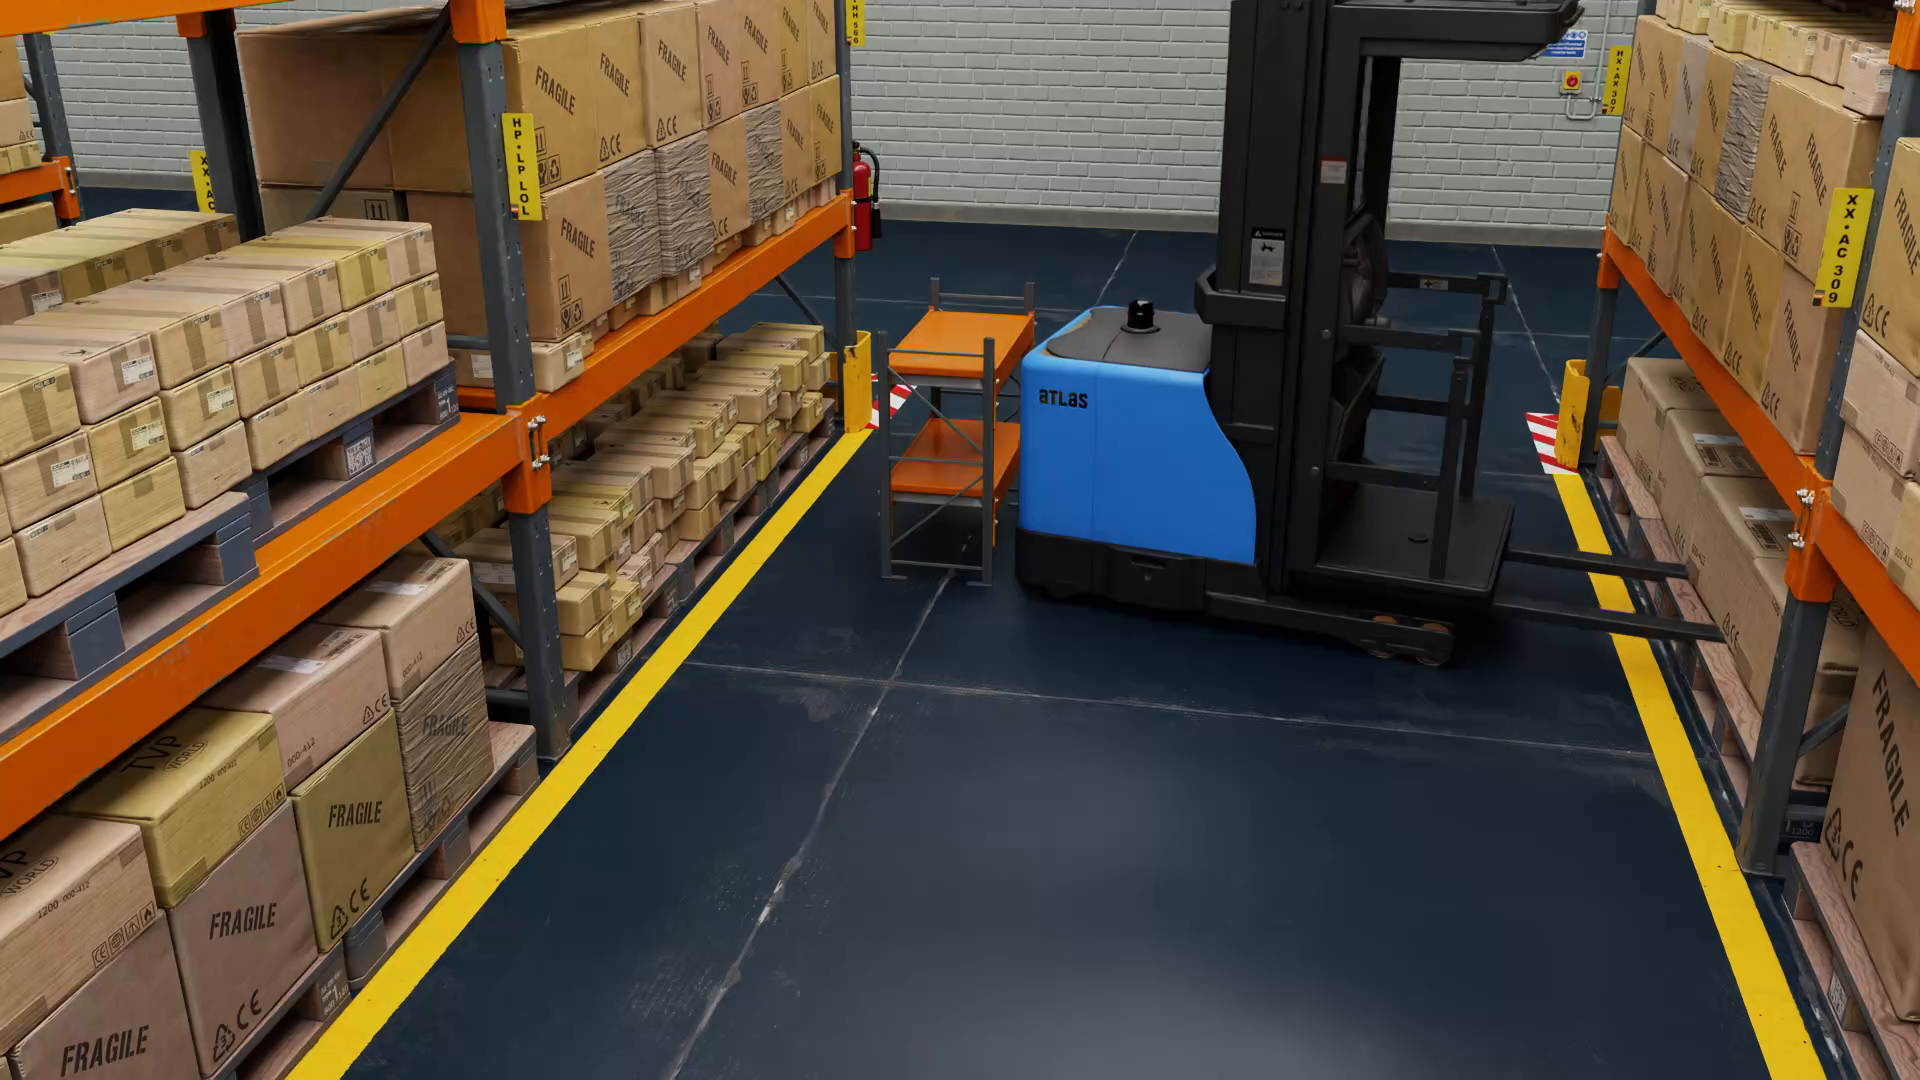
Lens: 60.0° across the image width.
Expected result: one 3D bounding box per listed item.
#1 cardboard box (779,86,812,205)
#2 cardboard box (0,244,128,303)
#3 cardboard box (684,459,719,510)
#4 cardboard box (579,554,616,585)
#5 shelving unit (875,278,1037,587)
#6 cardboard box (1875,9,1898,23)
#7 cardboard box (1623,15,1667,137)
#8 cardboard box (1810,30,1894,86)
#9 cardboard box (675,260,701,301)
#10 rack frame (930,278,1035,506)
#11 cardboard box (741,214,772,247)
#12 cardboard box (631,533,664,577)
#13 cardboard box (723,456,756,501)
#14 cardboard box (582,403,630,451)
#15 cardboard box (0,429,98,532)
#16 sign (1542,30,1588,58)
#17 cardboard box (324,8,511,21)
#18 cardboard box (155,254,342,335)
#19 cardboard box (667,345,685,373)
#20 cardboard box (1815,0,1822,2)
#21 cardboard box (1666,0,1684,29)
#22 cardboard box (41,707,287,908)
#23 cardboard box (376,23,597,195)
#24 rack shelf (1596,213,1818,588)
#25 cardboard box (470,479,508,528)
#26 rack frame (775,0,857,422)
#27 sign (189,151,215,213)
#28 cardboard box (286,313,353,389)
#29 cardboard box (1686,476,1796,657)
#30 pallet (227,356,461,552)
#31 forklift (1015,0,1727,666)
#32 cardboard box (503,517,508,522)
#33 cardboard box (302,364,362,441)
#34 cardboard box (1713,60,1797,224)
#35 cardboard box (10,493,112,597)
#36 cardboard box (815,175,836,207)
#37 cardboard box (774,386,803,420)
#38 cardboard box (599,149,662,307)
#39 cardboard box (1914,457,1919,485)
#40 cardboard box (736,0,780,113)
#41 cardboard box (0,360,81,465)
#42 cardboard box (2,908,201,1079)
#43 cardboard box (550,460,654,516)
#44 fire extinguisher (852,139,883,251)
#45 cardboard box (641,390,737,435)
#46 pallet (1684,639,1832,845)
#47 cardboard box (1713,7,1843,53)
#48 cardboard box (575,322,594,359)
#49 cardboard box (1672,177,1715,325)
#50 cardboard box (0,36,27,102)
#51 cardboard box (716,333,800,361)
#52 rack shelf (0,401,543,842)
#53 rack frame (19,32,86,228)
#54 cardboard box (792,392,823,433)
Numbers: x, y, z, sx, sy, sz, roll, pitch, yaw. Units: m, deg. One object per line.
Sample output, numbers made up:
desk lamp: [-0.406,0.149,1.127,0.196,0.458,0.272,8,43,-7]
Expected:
cardboard box: [-1.036,-1.935,8.112,0.500,0.500,0.500,4,22,10]
cardboard box: [-2.539,-0.709,4.577,0.380,0.149,0.250,5,22,11]
cardboard box: [-1.287,-0.255,7.326,0.380,0.149,0.250,4,22,11]
cardboard box: [-1.552,0.122,6.391,0.380,0.149,0.250,5,22,11]
shelving unit: [0.001,-0.524,7.650,0.538,1.125,1.048,4,22,11]
cardboard box: [3.624,-1.882,6.170,0.380,0.149,0.250,5,23,13]
cardboard box: [3.403,-2.139,7.677,0.500,0.500,0.500,4,22,10]
cardboard box: [2.970,-1.540,5.322,0.380,0.149,0.250,4,22,10]
cardboard box: [-1.303,-1.107,6.925,0.380,0.149,0.250,5,23,13]
rack frame: [0.105,-0.710,8.111,0.500,1.125,0.032,4,22,11]
cardboard box: [-1.112,-1.495,7.888,0.380,0.149,0.250,3,22,9]
cardboard box: [-1.457,0.070,6.918,0.380,0.149,0.250,4,22,10]
cardboard box: [-1.185,-0.307,7.855,0.380,0.149,0.250,5,22,12]
cardboard box: [-1.733,-0.524,7.596,0.380,0.149,0.250,5,22,11]
cardboard box: [-2.111,-0.145,3.574,0.380,0.149,0.250,5,23,13]
sign: [4.873,-3.998,13.403,0.327,0.218,0.001,4,22,11]
cardboard box: [-1.971,-1.690,6.165,0.500,0.500,0.500,4,22,9]
cardboard box: [-1.902,-0.660,4.455,0.380,0.149,0.250,4,22,9]
cardboard box: [-1.641,-0.913,8.563,0.380,0.149,0.250,4,22,11]
cardboard box: [3.875,-2.352,7.339,0.380,0.149,0.250,5,22,12]
cardboard box: [3.287,-2.297,7.202,0.380,0.149,0.250,5,23,13]
cardboard box: [-2.019,0.630,4.055,0.500,0.250,0.500,3,22,9]
cardboard box: [-1.572,-1.455,5.580,0.500,0.500,0.500,5,22,12]
rack shelf: [3.372,-0.717,6.583,1.077,0.370,4.000,4,22,11]
cardboard box: [-2.028,-0.146,6.660,0.380,0.149,0.250,4,22,10]
rack frame: [-1.086,-2.123,9.110,1.000,3.000,0.127,4,22,11]
sign: [-2.435,-1.100,5.411,0.100,0.325,0.005,4,22,11]
cardboard box: [-1.897,-0.529,4.527,0.380,0.149,0.250,5,23,13]
cardboard box: [3.379,0.125,6.395,0.875,0.438,0.875,4,22,9]
pallet: [-2.201,-0.303,4.847,1.003,0.211,1.213,4,22,11]
forklift: [1.808,-1.084,6.623,3.031,2.935,1.130,9,24,20]
cardboard box: [-1.922,-0.093,6.926,0.380,0.149,0.250,5,22,11]
cardboard box: [-1.895,-0.392,4.586,0.380,0.149,0.250,4,22,11]
cardboard box: [2.996,-1.395,5.831,0.500,0.500,0.500,5,22,12]
cardboard box: [-2.107,-0.004,3.622,0.380,0.149,0.250,4,22,9]
cardboard box: [-0.876,-1.866,8.807,0.380,0.149,0.250,4,22,11]
cardboard box: [-1.019,-0.728,8.503,0.380,0.149,0.250,4,22,9]
cardboard box: [-1.461,-1.188,6.256,0.500,0.500,0.500,4,22,11]
cardboard box: [2.519,-0.150,3.742,0.500,0.250,0.500,5,22,12]
cardboard box: [-1.137,-2.209,7.452,0.500,0.500,0.500,6,23,14]
cardboard box: [-2.114,-0.277,3.505,0.380,0.149,0.250,4,22,10]
cardboard box: [-2.125,1.156,3.752,0.500,0.500,0.500,4,22,10]
cardboard box: [-1.481,-0.208,6.813,0.380,0.149,0.250,4,22,10]
fire extinguisher: [-0.583,-1.971,9.335,0.296,0.674,0.183,4,22,11]
cardboard box: [-1.260,-0.586,7.751,0.380,0.149,0.250,4,22,9]
pallet: [3.196,0.702,5.829,1.003,0.211,1.213,4,22,11]
cardboard box: [3.079,-1.921,6.268,0.380,0.149,0.250,4,22,10]
cardboard box: [-1.545,-0.722,5.968,0.380,0.149,0.250,5,22,12]
cardboard box: [3.118,-1.119,6.483,0.500,0.500,0.500,5,23,13]
cardboard box: [-5.764,-2.756,9.480,0.500,0.500,0.500,5,22,12]
cardboard box: [-1.054,-0.971,8.707,0.380,0.149,0.250,5,22,12]
rack shelf: [-2.311,0.405,3.796,1.077,0.370,4.000,4,22,11]
rack frame: [-5.921,-2.538,10.140,1.000,3.000,0.127,4,22,11]
cardboard box: [-0.943,-0.685,8.794,0.380,0.149,0.250,5,23,13]
